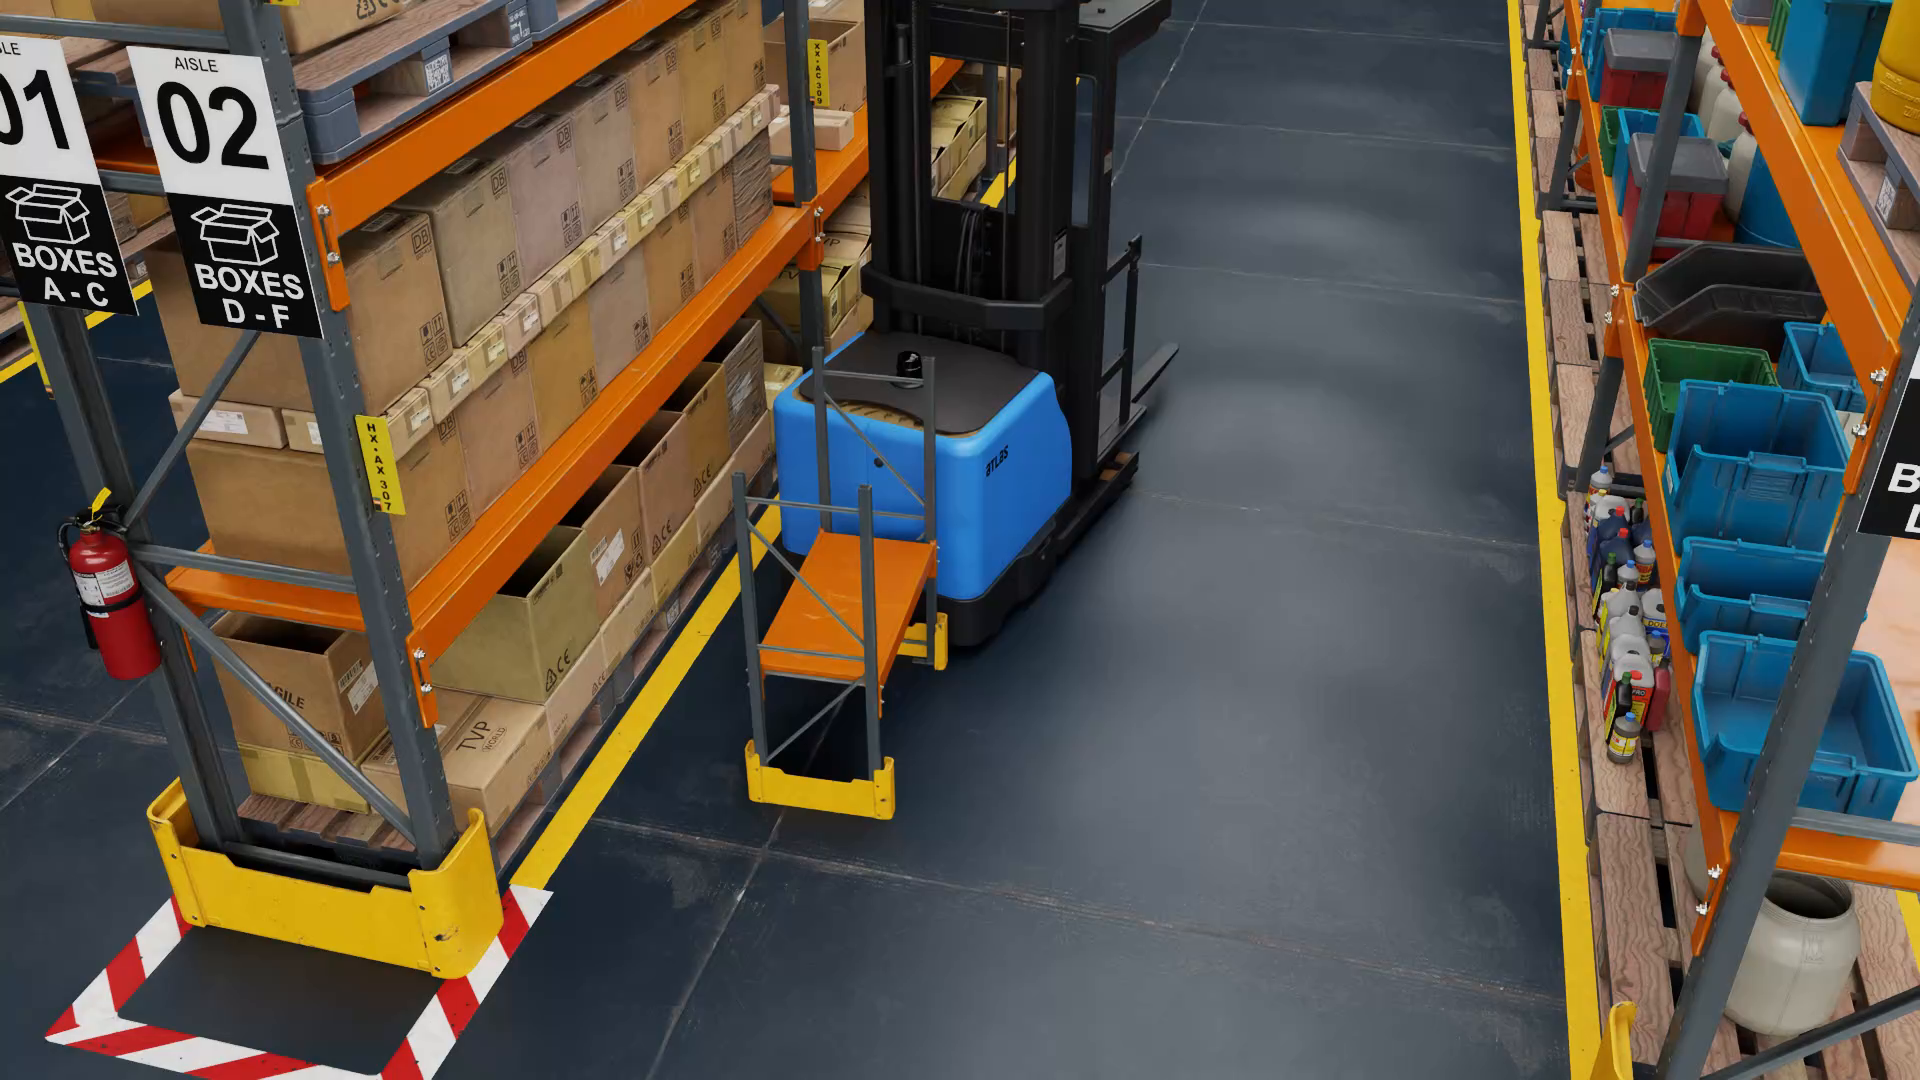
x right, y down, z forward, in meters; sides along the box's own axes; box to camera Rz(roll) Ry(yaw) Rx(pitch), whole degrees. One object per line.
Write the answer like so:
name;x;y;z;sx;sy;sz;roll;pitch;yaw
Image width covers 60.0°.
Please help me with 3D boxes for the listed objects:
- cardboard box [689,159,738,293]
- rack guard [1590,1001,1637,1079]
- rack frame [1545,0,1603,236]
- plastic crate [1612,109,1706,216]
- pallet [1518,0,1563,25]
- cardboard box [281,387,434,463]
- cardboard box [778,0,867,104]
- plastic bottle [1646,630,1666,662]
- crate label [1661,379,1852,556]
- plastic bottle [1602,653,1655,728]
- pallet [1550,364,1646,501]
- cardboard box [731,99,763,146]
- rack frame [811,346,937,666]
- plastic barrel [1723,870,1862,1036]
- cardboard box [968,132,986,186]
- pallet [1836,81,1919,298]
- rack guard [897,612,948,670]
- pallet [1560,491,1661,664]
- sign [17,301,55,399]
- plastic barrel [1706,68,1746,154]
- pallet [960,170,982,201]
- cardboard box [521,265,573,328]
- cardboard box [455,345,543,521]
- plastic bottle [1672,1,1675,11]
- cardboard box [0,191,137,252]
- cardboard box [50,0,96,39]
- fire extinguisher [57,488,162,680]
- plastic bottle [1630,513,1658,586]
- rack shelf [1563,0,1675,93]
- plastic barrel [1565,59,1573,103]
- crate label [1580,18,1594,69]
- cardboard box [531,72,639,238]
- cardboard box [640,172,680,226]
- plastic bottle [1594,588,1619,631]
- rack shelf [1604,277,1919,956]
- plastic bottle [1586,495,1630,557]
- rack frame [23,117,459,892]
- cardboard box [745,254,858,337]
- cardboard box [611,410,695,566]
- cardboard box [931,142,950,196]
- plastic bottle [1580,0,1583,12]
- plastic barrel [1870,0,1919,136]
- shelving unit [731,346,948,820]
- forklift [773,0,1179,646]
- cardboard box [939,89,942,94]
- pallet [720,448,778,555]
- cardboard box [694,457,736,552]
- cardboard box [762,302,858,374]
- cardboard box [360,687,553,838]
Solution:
cardboard box;-1.468;-1.512;7.739;0.700;0.500;0.500;8;33;12
rack guard;2.515;1.786;4.975;1.175;0.500;0.348;8;33;12
rack frame;4.571;-3.375;10.763;1.000;3.000;0.127;8;33;12
plastic crate;3.535;-1.907;8.469;0.392;0.384;0.575;8;33;12
pallet;6.043;-5.296;16.383;1.003;0.211;1.213;8;33;12
cardboard box;-1.941;-0.390;5.370;0.380;0.149;0.250;8;33;12
cardboard box;-0.763;-2.947;9.997;0.500;0.500;0.500;8;33;12
plastic bottle;2.875;0.467;6.917;0.097;0.201;0.097;0;32;0
crate label;2.747;-0.230;5.783;0.502;0.435;0.616;8;33;12
plastic bottle;2.674;0.601;6.638;0.152;0.276;0.135;8;33;13
pallet;3.718;-0.535;8.895;1.003;0.211;1.213;8;33;12
cardboard box;-1.161;-1.993;7.891;0.380;0.149;0.250;7;33;11
rack frame;-0.347;-0.110;7.025;0.500;1.500;0.032;6;33;10
plastic barrel;2.634;1.297;5.341;0.421;0.512;0.421;0;32;0
cardboard box;-0.117;-2.762;11.970;0.500;0.250;0.500;9;33;14
pallet;2.846;-0.826;4.133;1.003;0.211;1.213;8;33;12
rack guard;-0.347;0.418;7.360;0.587;0.250;0.087;6;33;10
pallet;3.345;0.221;7.706;1.003;0.211;1.213;8;33;12
sign;-2.771;-0.569;5.050;0.100;0.325;0.005;8;33;12
plastic barrel;4.197;-2.204;8.794;0.433;0.535;0.433;0;32;0
pallet;-0.466;-2.452;11.911;1.003;0.211;1.213;8;33;12
cardboard box;-1.681;-0.926;6.213;0.380;0.149;0.250;7;33;11
cardboard box;-1.990;-0.456;6.078;0.700;0.500;0.500;9;34;14
plastic bottle;4.986;-3.719;11.489;0.097;0.201;0.097;0;32;0
cardboard box;-5.856;-2.163;10.776;0.700;0.500;0.500;9;34;14
cardboard box;-5.716;-3.424;10.337;0.700;0.500;0.500;11;34;17
fire extinguisher;-2.729;0.131;5.320;0.296;0.674;0.183;8;33;12
plastic bottle;3.089;0.015;7.489;0.144;0.351;0.185;8;33;12
rack shelf;5.079;-4.109;12.588;1.077;0.370;4.000;8;33;12
plastic barrel;5.022;-3.650;13.122;0.421;0.512;0.421;0;32;0
crate label;4.102;-3.137;10.544;0.303;0.233;0.416;8;33;12
cardboard box;-1.723;-1.553;6.594;0.700;0.500;0.500;8;33;12
cardboard box;-1.420;-1.462;7.057;0.380;0.149;0.250;9;34;14
plastic bottle;2.808;0.300;7.180;0.097;0.201;0.097;0;32;0
rack shelf;3.049;0.042;6.058;1.077;0.370;4.000;8;33;12
plastic bottle;2.996;-0.058;7.674;0.152;0.276;0.135;9;34;14
rack frame;-2.249;0.100;5.296;1.000;3.000;0.127;8;33;12
cardboard box;-0.888;-1.409;9.320;0.500;0.311;0.500;8;33;13
cardboard box;-1.515;-0.259;7.334;0.500;0.500;0.500;8;33;12
cardboard box;-0.370;-2.467;10.984;0.500;0.311;0.500;8;33;12
plastic bottle;4.391;-3.787;11.596;0.097;0.201;0.097;0;32;0
plastic barrel;2.707;-1.355;4.222;0.600;0.588;0.600;0;32;0
shelving unit;-0.448;0.152;6.613;0.587;1.500;1.083;6;33;10
forklift;0.283;-1.537;7.935;1.130;2.935;3.031;15;35;22
cardboard box;-0.209;-3.699;13.193;0.500;0.500;0.500;9;34;14
pallet;-1.476;-0.392;8.669;1.003;0.211;1.213;8;33;12
cardboard box;-1.389;-0.202;7.944;0.500;0.250;0.500;8;33;12
cardboard box;-0.892;-1.168;9.463;0.500;0.250;0.500;7;33;11
cardboard box;-1.898;0.835;6.311;0.500;0.250;0.500;8;33;12
